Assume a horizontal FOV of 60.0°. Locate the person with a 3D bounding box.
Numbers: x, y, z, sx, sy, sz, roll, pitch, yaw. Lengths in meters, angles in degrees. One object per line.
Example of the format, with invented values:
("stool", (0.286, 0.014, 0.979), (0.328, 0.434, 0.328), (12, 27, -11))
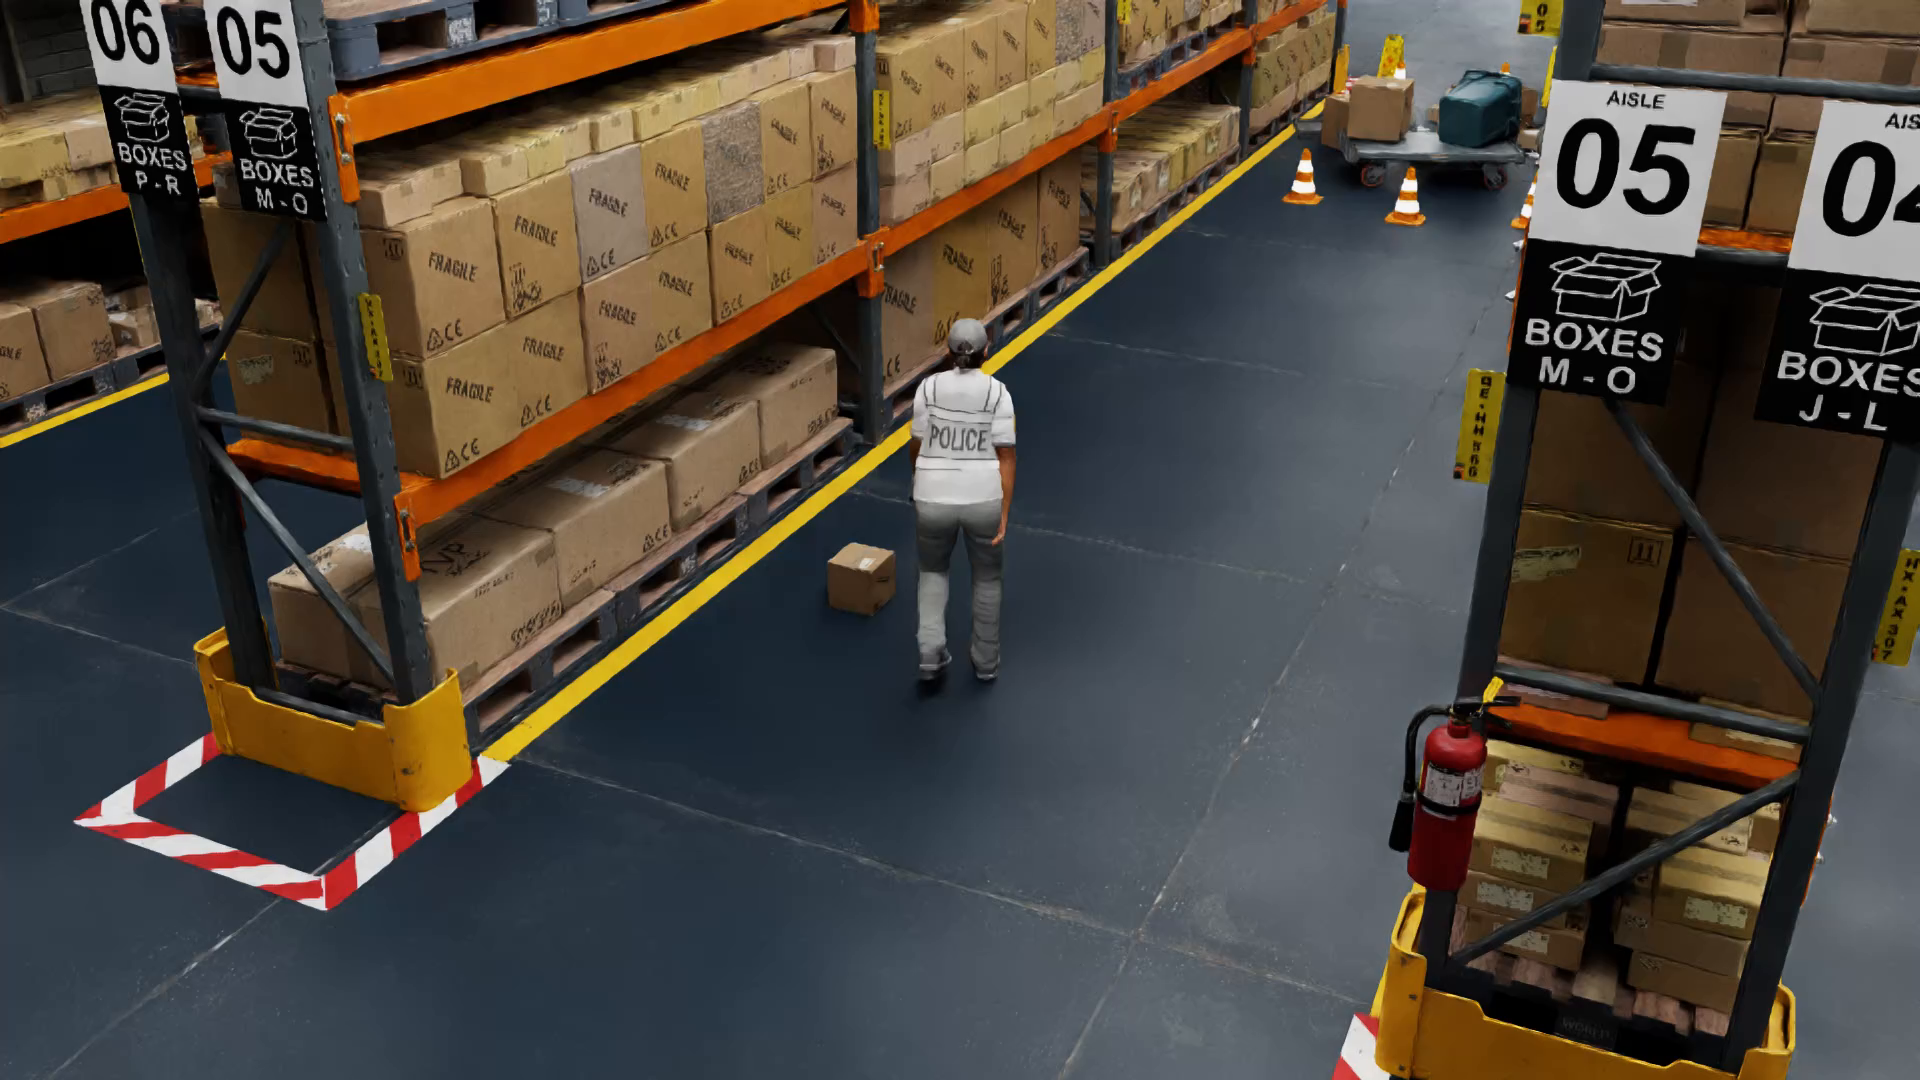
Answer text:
("person", (0.009, -0.154, 7.453), (0.485, 1.641, 0.682), (2, 26, 5))
